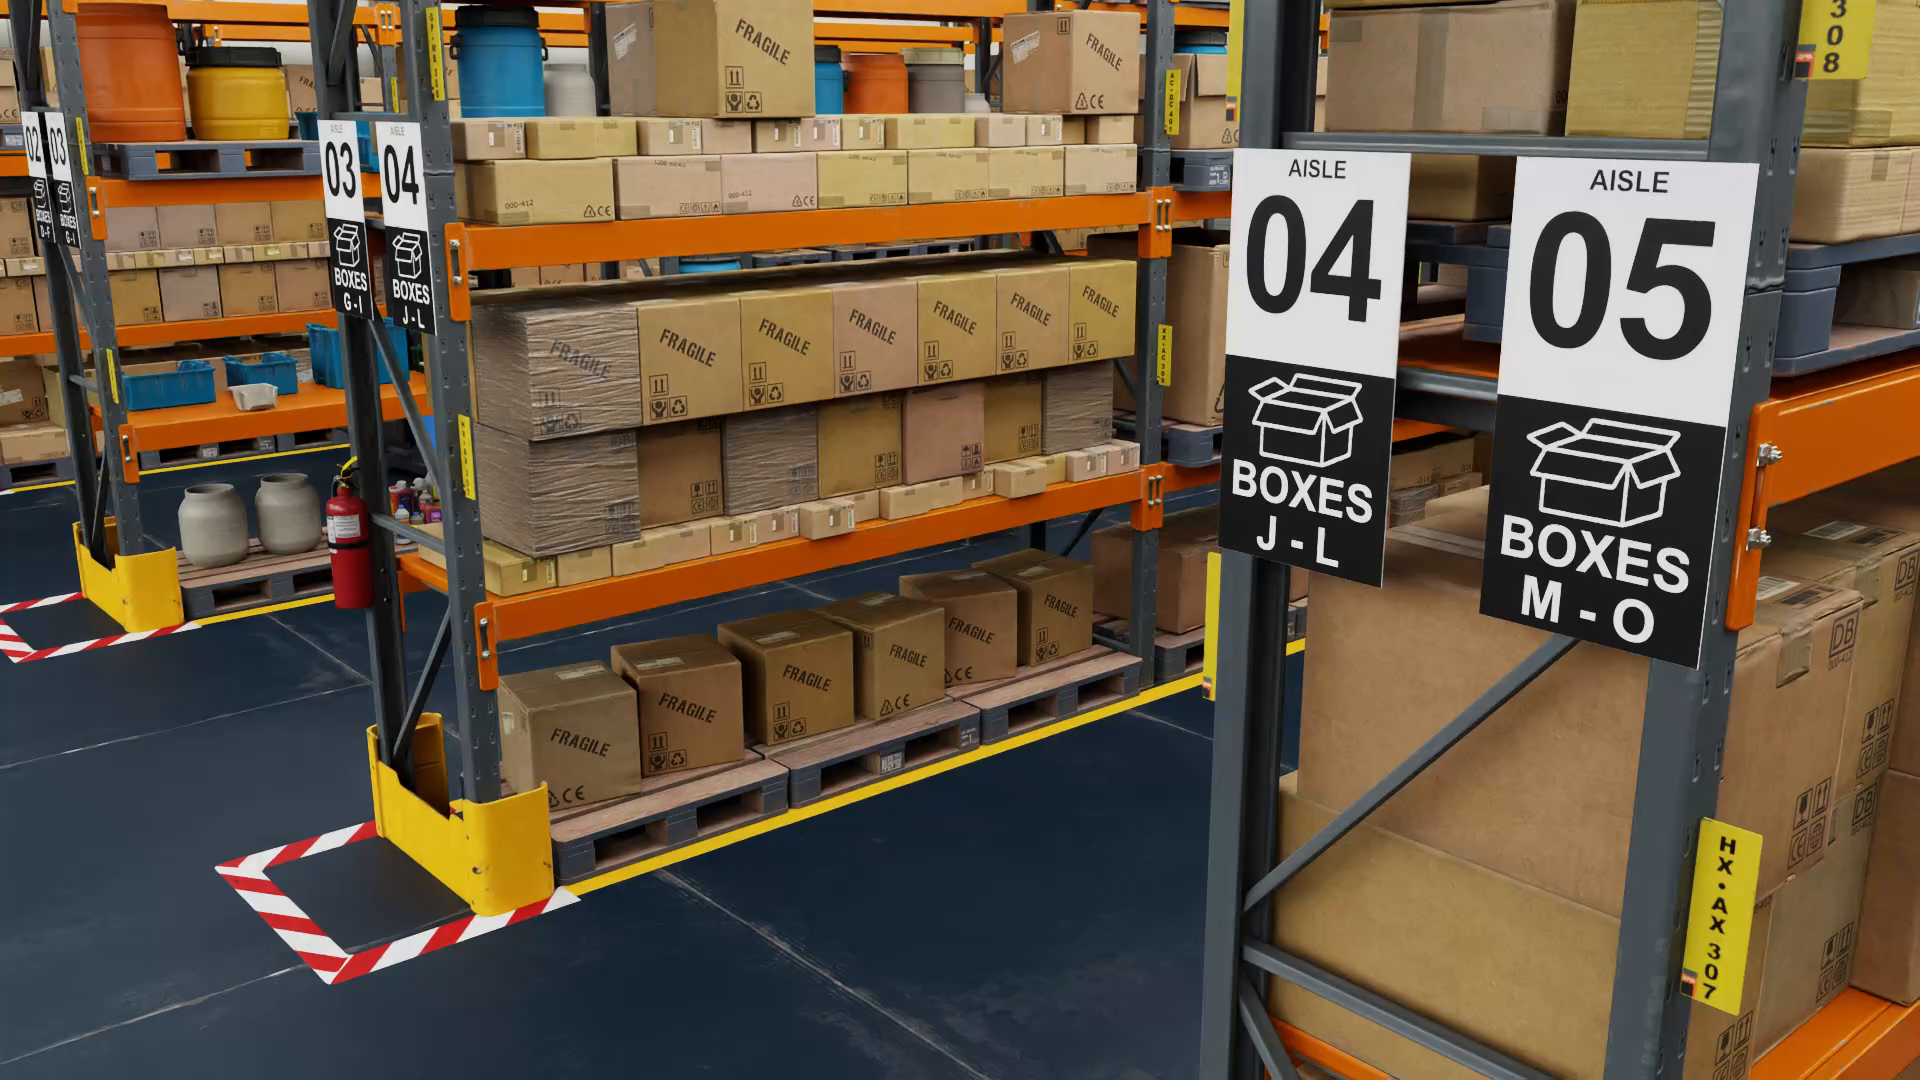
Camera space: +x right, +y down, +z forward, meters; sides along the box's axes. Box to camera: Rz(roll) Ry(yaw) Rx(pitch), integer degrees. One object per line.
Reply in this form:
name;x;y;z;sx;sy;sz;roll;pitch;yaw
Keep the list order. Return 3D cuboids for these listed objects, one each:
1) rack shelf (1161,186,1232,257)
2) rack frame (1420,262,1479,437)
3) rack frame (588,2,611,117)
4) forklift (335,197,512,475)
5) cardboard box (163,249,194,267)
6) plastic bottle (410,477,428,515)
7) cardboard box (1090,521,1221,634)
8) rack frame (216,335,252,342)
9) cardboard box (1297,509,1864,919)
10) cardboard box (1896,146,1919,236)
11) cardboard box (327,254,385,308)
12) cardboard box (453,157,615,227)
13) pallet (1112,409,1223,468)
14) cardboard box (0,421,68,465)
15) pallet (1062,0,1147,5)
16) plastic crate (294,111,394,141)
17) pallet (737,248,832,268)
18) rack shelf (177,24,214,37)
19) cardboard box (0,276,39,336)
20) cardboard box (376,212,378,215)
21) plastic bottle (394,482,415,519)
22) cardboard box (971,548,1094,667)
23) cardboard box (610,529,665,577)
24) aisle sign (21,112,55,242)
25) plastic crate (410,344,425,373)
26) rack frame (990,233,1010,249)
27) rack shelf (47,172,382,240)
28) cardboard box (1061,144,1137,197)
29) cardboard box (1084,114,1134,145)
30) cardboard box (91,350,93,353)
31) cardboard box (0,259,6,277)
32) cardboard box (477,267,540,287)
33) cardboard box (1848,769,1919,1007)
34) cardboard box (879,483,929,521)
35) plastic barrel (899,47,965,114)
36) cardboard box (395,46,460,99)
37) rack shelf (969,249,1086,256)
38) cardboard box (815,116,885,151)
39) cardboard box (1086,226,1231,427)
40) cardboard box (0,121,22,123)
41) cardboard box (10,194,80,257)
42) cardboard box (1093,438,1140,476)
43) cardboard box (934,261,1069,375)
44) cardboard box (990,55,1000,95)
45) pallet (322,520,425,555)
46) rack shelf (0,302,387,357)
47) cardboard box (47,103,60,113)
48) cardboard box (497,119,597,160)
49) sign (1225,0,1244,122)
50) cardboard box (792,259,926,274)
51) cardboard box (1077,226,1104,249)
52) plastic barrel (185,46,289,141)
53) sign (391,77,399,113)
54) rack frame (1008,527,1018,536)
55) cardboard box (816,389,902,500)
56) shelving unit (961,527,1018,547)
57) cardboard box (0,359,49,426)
rack shelf;2.251;-2.127;10.483;4.000;0.370;1.077;-13;19;-39
rack frame;3.759;-1.365;12.046;0.127;3.000;1.000;-13;19;-39
rack frame;-2.509;-4.550;12.345;0.127;3.000;1.000;-13;19;-39
forklift;-4.785;-2.128;15.035;3.031;2.935;1.130;13;20;41
cardboard box;-7.178;-2.585;15.164;0.250;0.149;0.380;-12;19;-39
plastic bottle;-4.116;-0.328;12.589;0.135;0.276;0.152;-13;20;-41
cardboard box;1.219;0.208;10.149;0.700;0.500;0.500;14;21;43
rack frame;-9.013;-3.580;20.340;0.127;3.000;1.000;-13;19;-39
cardboard box;1.209;0.324;3.342;0.550;0.550;0.875;-13;19;-39
cardboard box;1.565;-0.645;3.018;0.250;0.149;0.380;-12;19;-39
cardboard box;-6.089;-2.588;16.433;0.500;0.500;0.700;-13;20;-41
cardboard box;-1.743;-1.417;6.722;0.500;0.250;0.500;-12;19;-38
pallet;1.414;-0.695;9.913;1.213;0.211;1.003;-13;19;-39
cardboard box;-8.225;-0.861;14.674;0.500;0.250;0.500;-13;19;-39
pallet;1.072;-5.059;15.393;1.003;0.211;1.213;-13;19;-39
plastic crate;-4.286;-2.797;11.626;0.575;0.384;0.392;-13;19;-39
pallet;-2.275;-3.330;19.774;1.003;0.211;1.213;-13;19;-39
rack shelf;-10.522;-5.790;18.390;4.000;0.370;1.077;-13;19;-39
cardboard box;-8.415;-2.063;14.469;0.500;0.500;0.700;-13;19;-39
cardboard box;-7.704;-4.131;21.358;0.500;0.500;0.700;-10;18;-32
plastic bottle;-4.151;-0.287;12.423;0.133;0.283;0.061;-13;19;-39
cardboard box;0.414;0.378;9.553;0.500;0.500;0.500;-13;20;-41
cardboard box;-1.505;0.032;7.304;0.250;0.149;0.380;-13;19;-39
aisle sign;-5.776;-2.275;10.418;0.004;0.787;0.394;-13;19;-39
plastic crate;-3.719;-1.374;12.491;0.662;0.188;0.450;-13;19;-39
rack frame;0.277;-3.971;21.805;0.127;3.000;1.000;-13;19;-39
rack shelf;-4.018;-2.414;11.557;4.000;0.370;1.077;-13;19;-39
cardboard box;0.569;-1.936;8.662;0.500;0.250;0.500;-12;19;-37
cardboard box;0.686;-2.145;8.673;0.250;0.149;0.380;-12;19;-38
cardboard box;-10.233;-2.148;19.651;0.380;0.149;0.250;14;20;42
cardboard box;-8.338;-2.325;14.190;0.250;0.149;0.380;-13;20;-40
cardboard box;-4.771;-2.881;17.528;0.500;0.500;0.500;-11;18;-35
cardboard box;2.060;0.661;4.171;0.550;0.550;0.875;-13;19;-39
cardboard box;-0.369;-0.221;8.251;0.250;0.149;0.380;-13;19;-39
plastic barrel;-0.254;-3.923;14.842;0.600;0.901;0.600;0;15;0
cardboard box;-5.267;-4.655;16.575;0.500;0.500;0.500;-12;19;-39
rack shelf;1.786;-3.963;23.167;4.000;0.370;1.077;-13;19;-39
cardboard box;-0.566;-1.892;7.727;0.250;0.149;0.380;-14;20;-41
cardboard box;1.433;-1.287;9.780;1.000;1.000;1.000;-12;19;-39
cardboard box;-10.406;-4.685;18.432;0.500;0.500;0.500;-11;19;-36
cardboard box;-7.982;-2.789;14.672;0.500;0.500;0.700;-13;20;-41
cardboard box;0.773;-0.472;9.191;0.250;0.149;0.380;-13;19;-39
cardboard box;0.207;-1.147;8.525;0.500;0.500;0.500;-13;19;-39
cardboard box;0.619;-6.042;21.613;0.500;0.500;0.700;-13;19;-39
pallet;-3.964;0.009;12.306;1.213;0.211;1.003;-13;19;-39
rack shelf;-7.267;-1.930;15.556;4.000;0.370;1.077;-13;19;-39
cardboard box;-7.772;-3.702;14.386;0.250;0.149;0.380;-13;19;-39
cardboard box;-1.657;-1.605;6.653;0.250;0.149;0.380;-12;19;-38
sign;0.558;-0.973;3.207;0.005;0.325;0.100;-13;19;-39
cardboard box;-0.518;-1.166;8.594;0.500;0.500;0.500;-13;19;-39
cardboard box;1.603;-4.225;22.560;0.500;0.500;0.500;-13;20;-40
plastic barrel;-4.750;-2.934;10.932;0.600;0.588;0.600;0;15;0
sign;-5.393;-4.246;15.864;0.005;0.325;0.100;-13;19;-39
rack frame;0.309;-1.084;12.739;0.015;2.100;0.400;-13;19;-39
cardboard box;-0.754;-0.556;8.249;0.500;0.500;0.875;-13;19;-39
shelving unit;0.125;-1.042;12.584;0.503;2.100;0.431;-13;19;-39
cardboard box;-8.567;-1.324;14.956;0.500;0.500;0.500;-13;19;-39
